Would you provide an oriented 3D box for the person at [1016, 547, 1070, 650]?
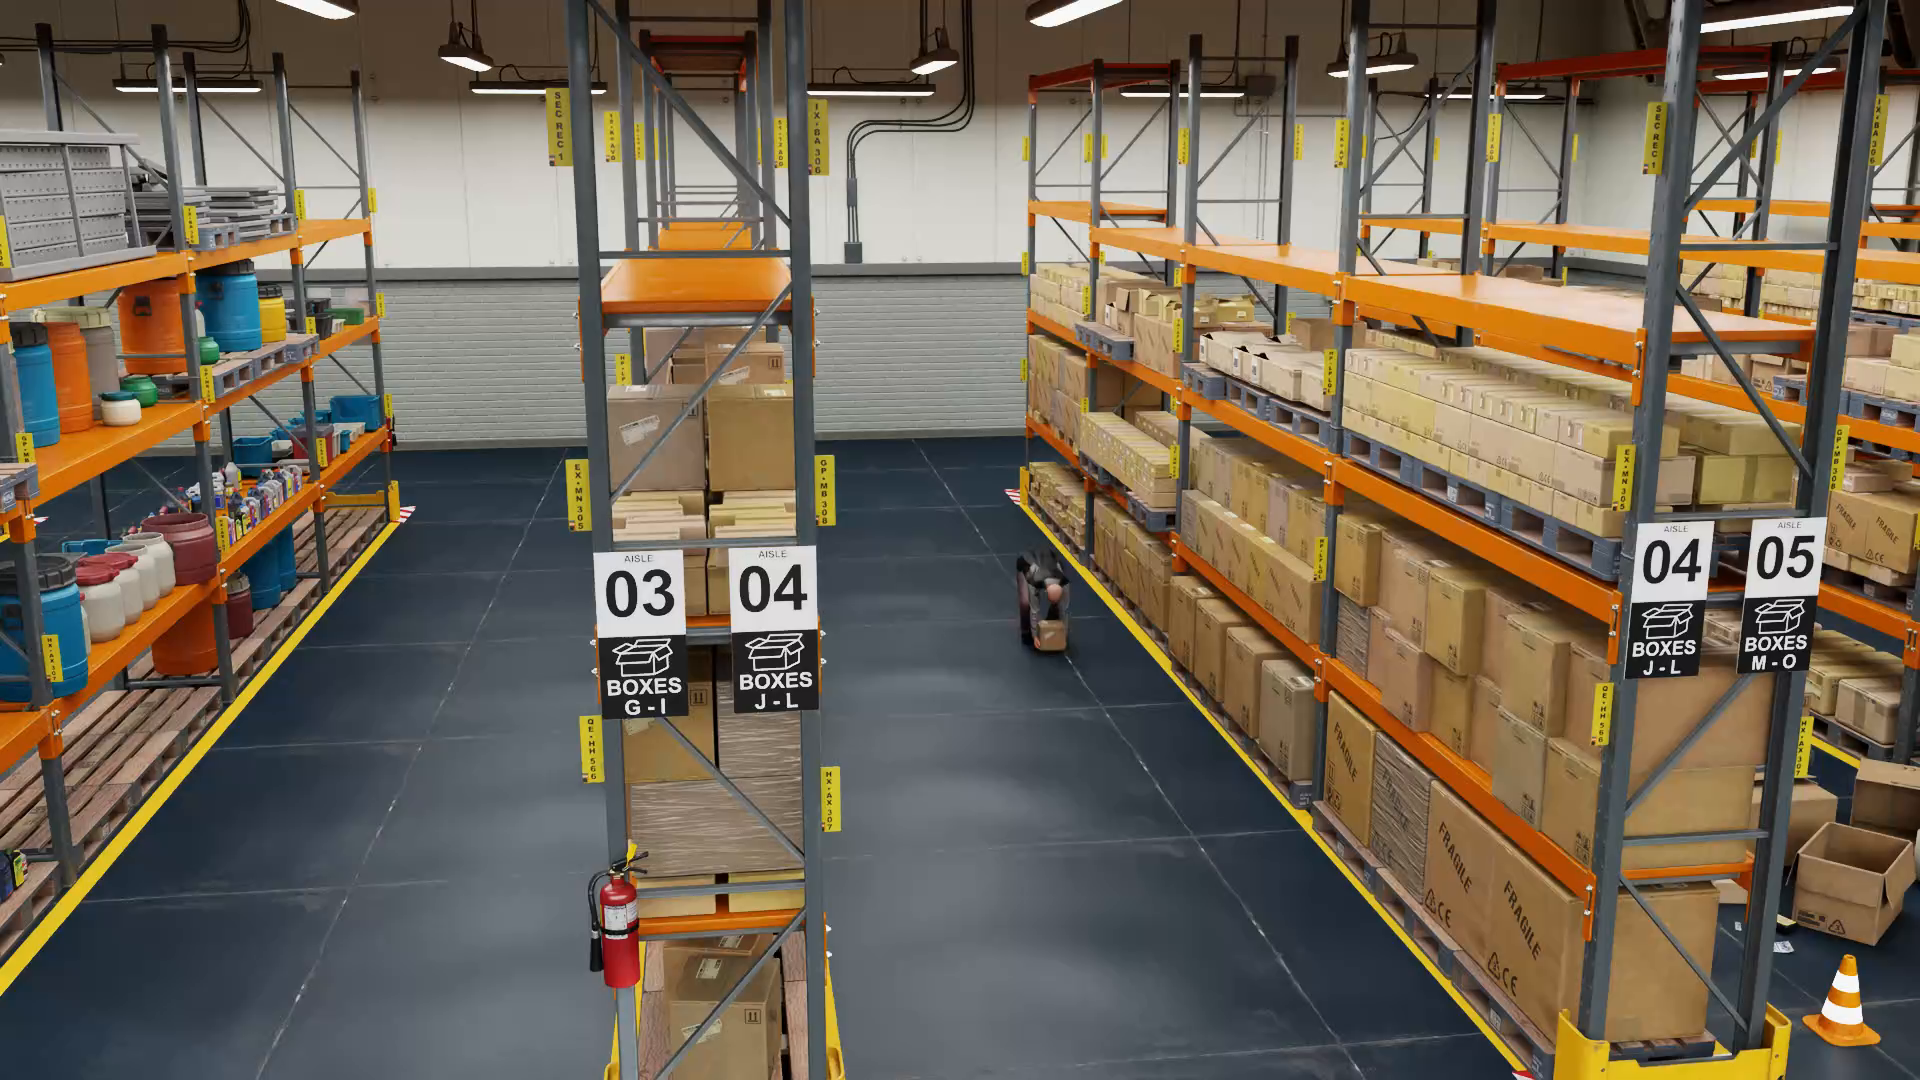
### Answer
[{"bbox_3d":[0.865,0.601,17.101,0.497,0.973,0.944,-3,13,-11],"label":"person"}]
